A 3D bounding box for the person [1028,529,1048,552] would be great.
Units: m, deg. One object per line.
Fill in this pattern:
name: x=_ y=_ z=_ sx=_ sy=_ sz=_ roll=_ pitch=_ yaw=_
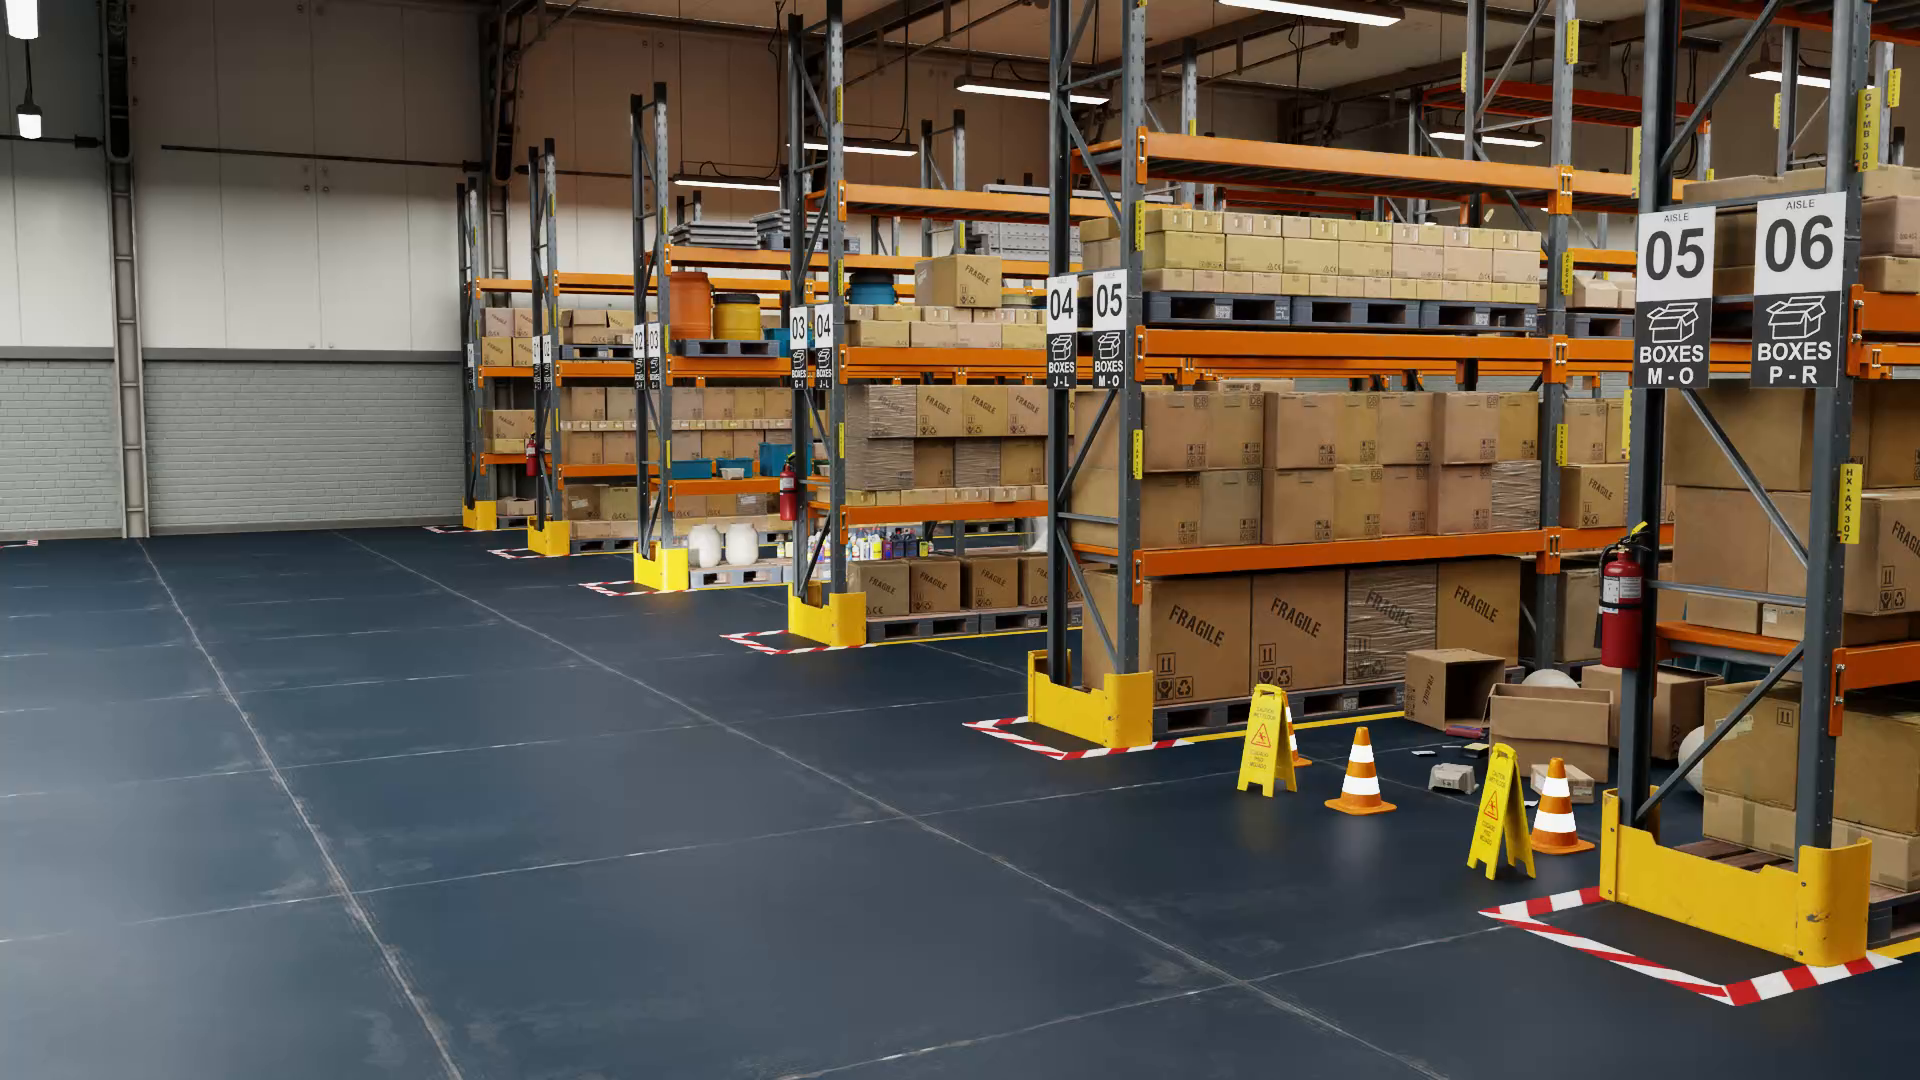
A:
person: x=1.137 y=0.186 z=19.418 sx=0.821 sy=0.969 sz=0.492 roll=-3 pitch=6 yaw=-29
